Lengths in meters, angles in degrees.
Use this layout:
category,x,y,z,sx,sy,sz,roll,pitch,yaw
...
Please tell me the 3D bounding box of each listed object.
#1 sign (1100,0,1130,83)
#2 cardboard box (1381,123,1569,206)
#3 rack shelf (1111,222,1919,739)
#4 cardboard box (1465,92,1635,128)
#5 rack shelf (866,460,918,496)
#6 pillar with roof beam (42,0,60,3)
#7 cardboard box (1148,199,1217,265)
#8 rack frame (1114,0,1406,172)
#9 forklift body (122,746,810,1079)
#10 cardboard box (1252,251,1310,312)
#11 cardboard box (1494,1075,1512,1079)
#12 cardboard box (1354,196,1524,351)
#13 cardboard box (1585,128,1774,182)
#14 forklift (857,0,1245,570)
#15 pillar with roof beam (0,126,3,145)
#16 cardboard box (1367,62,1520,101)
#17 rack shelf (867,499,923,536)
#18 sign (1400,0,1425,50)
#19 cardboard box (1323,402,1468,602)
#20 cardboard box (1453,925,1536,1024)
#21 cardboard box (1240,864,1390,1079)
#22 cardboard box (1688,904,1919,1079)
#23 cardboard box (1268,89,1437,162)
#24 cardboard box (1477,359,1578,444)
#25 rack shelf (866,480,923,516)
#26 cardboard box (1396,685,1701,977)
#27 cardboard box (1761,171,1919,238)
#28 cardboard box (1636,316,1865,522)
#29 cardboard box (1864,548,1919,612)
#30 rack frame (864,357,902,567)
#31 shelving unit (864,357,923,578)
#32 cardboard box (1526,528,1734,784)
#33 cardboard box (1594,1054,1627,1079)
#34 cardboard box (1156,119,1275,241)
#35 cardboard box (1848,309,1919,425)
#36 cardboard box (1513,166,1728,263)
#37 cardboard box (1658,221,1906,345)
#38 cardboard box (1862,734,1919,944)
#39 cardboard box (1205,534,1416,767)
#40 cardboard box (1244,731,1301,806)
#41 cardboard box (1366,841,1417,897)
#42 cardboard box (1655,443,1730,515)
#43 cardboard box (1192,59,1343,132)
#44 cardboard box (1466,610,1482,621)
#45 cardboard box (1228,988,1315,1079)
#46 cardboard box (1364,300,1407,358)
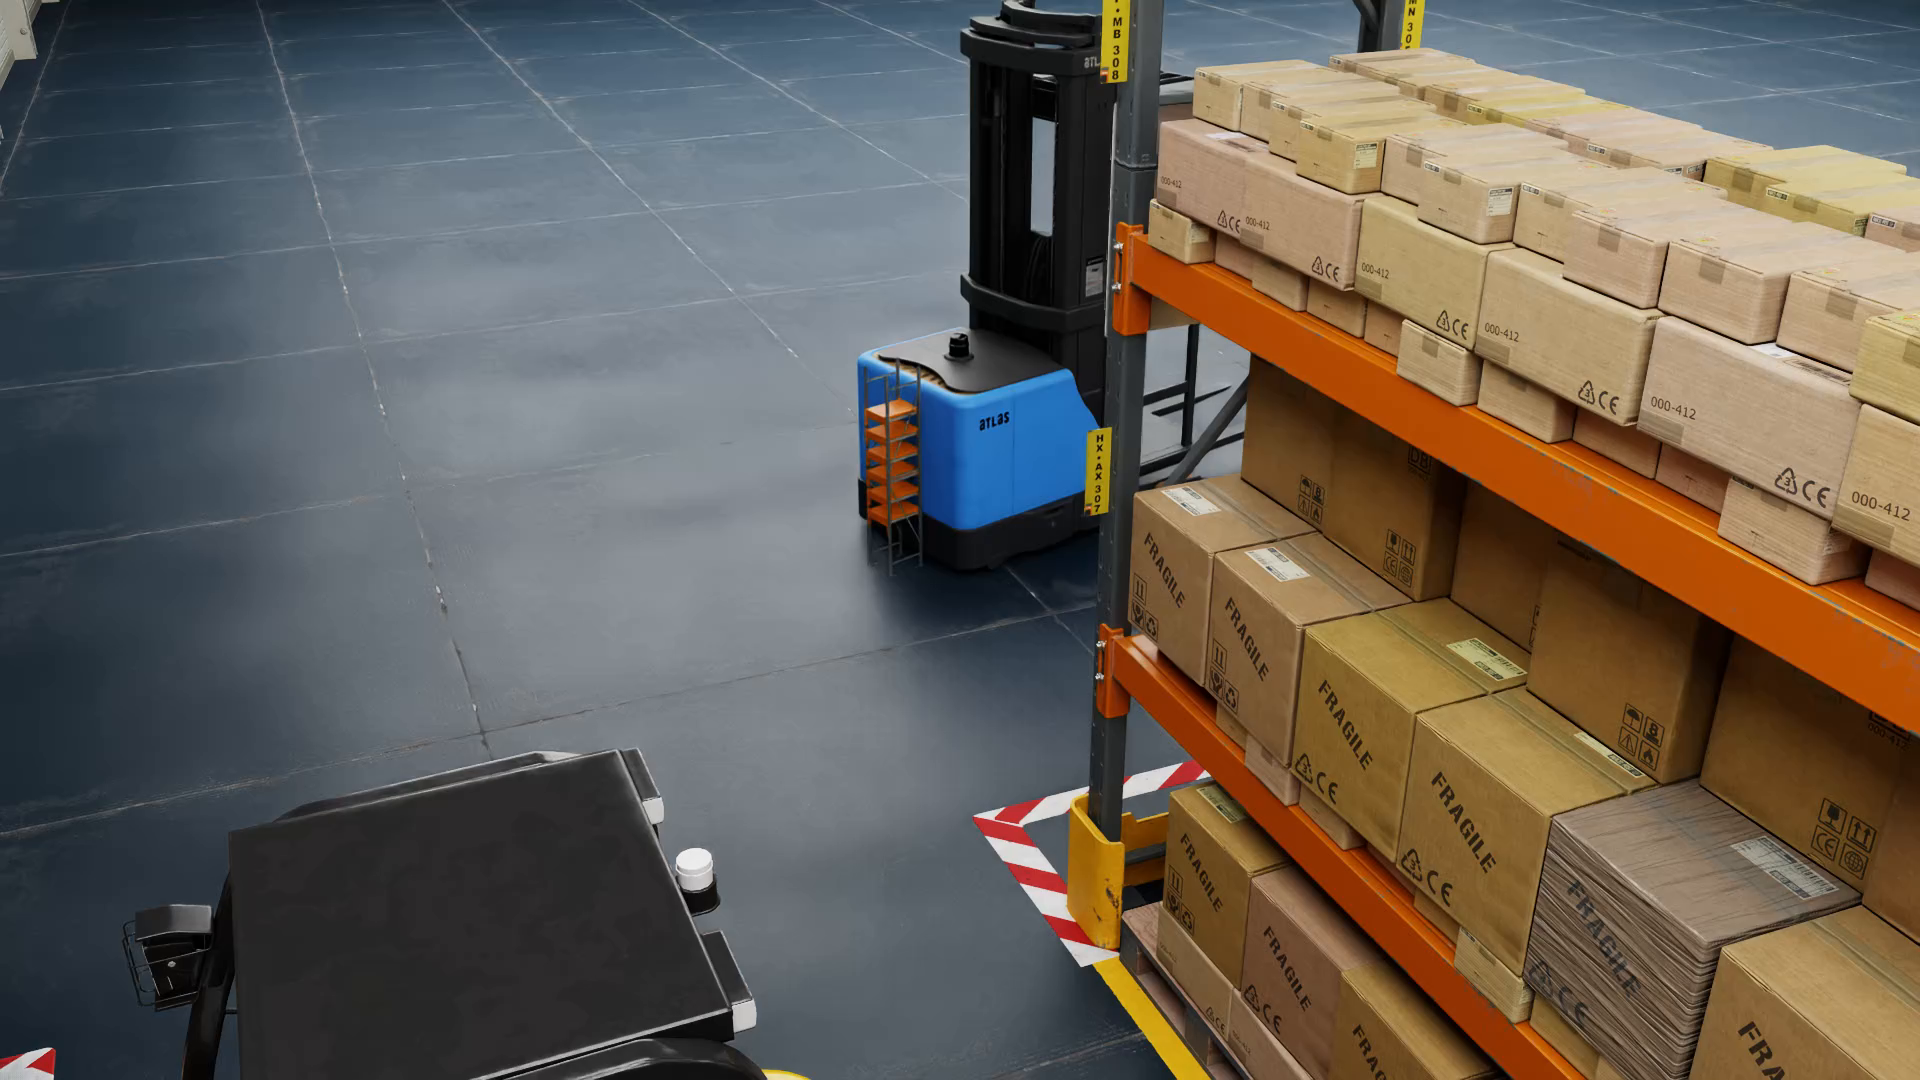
category,x,y,z,sx,sy,sz,roll,pitch,yaw
sign,0.487,-1.590,5.173,0.100,0.325,0.005,-11,28,-21
cardboard box,1.307,-0.949,4.234,0.380,0.149,0.250,-11,28,-21
rack shelf,1.770,-0.160,4.060,1.077,0.370,4.000,-11,28,-21
cardboard box,1.625,-1.128,4.601,0.380,0.149,0.250,-10,28,-20
rack shelf,-0.365,-0.351,9.203,0.258,0.103,0.180,-21,33,-36
pillar with roof beam,-11.923,-14.199,28.575,9.100,9.000,0.400,-11,28,-21
cardboard box,0.818,-0.988,5.222,0.380,0.149,0.250,-11,28,-21
rack frame,0.986,-2.638,4.897,1.000,3.000,0.127,-11,28,-21
forklift body,-1.158,1.745,3.724,2.313,2.155,1.214,-11,28,-21
cardboard box,1.075,-0.785,4.805,0.380,0.149,0.250,-10,28,-19
cardboard box,1.673,1.779,4.489,0.500,0.500,0.500,-9,27,-18
cardboard box,1.352,-0.699,4.175,0.500,0.250,0.500,-10,28,-19
cardboard box,1.792,-0.918,4.170,0.380,0.149,0.250,-11,28,-22
forklift,0.859,-1.663,9.814,3.031,2.935,1.130,-20,32,-35
pillar with roof beam,-7.224,-9.355,18.653,9.100,9.000,0.400,-11,28,-21
cardboard box,1.456,-1.339,5.033,0.380,0.149,0.250,-10,28,-20
rack shelf,-0.365,-0.136,9.309,0.258,0.103,0.180,-21,33,-36
sign,1.505,-1.776,5.540,0.100,0.325,0.005,-11,28,-21
cardboard box,1.579,-0.196,5.140,0.700,0.500,0.500,-10,28,-20
cardboard box,1.539,1.092,4.381,0.380,0.149,0.250,-10,28,-20
cardboard box,1.266,1.360,5.346,0.500,0.500,0.500,-12,28,-23
cardboard box,1.942,1.150,3.522,0.500,0.500,0.500,-10,28,-19
cardboard box,1.092,-1.147,4.639,0.380,0.149,0.250,-11,28,-21
cardboard box,1.468,-0.368,3.952,0.380,0.149,0.250,-11,28,-22
rack shelf,-0.365,-0.243,9.256,0.258,0.103,0.180,-21,33,-36
cardboard box,1.530,0.736,4.372,0.500,0.500,0.500,-11,28,-22
cardboard box,2.045,-0.718,3.760,0.380,0.149,0.250,-10,28,-20
cardboard box,1.747,-0.286,3.330,0.500,0.250,0.500,-11,28,-21
cardboard box,1.953,0.035,3.126,0.380,0.149,0.250,-12,28,-22
rack frame,-0.424,-0.422,9.246,0.240,1.200,0.006,-21,33,-36
shelving unit,-0.365,-0.391,9.184,0.258,1.200,0.189,-21,33,-36
cardboard box,1.941,0.217,4.294,0.700,0.500,0.500,-11,28,-21
cardboard box,1.746,1.298,3.959,0.380,0.149,0.250,-11,28,-21
cardboard box,0.938,-1.108,5.014,0.500,0.250,0.500,-11,28,-22
cardboard box,1.814,-0.306,2.917,0.380,0.149,0.250,-10,28,-19
cardboard box,1.505,-0.738,3.801,0.380,0.149,0.250,-10,28,-20
cardboard box,1.658,-0.524,3.363,0.380,0.149,0.250,-10,28,-20
cardboard box,2.400,0.619,3.470,0.700,0.500,0.500,-10,28,-20
cardboard box,1.122,0.326,5.210,0.500,0.500,0.500,-10,28,-19
cardboard box,1.127,0.674,5.237,0.380,0.149,0.250,-10,28,-20
cardboard box,1.418,0.869,4.838,0.380,0.149,0.250,-10,28,-19
cardboard box,1.735,-0.175,3.557,0.380,0.149,0.250,-10,28,-19
cardboard box,0.938,-1.358,5.070,0.380,0.149,0.250,-11,28,-21
cardboard box,1.837,0.456,4.944,0.500,0.500,0.500,-11,28,-21
cardboard box,1.241,1.685,5.536,0.500,0.250,0.500,-10,28,-19
cardboard box,1.302,-0.582,4.391,0.380,0.149,0.250,-11,28,-22
